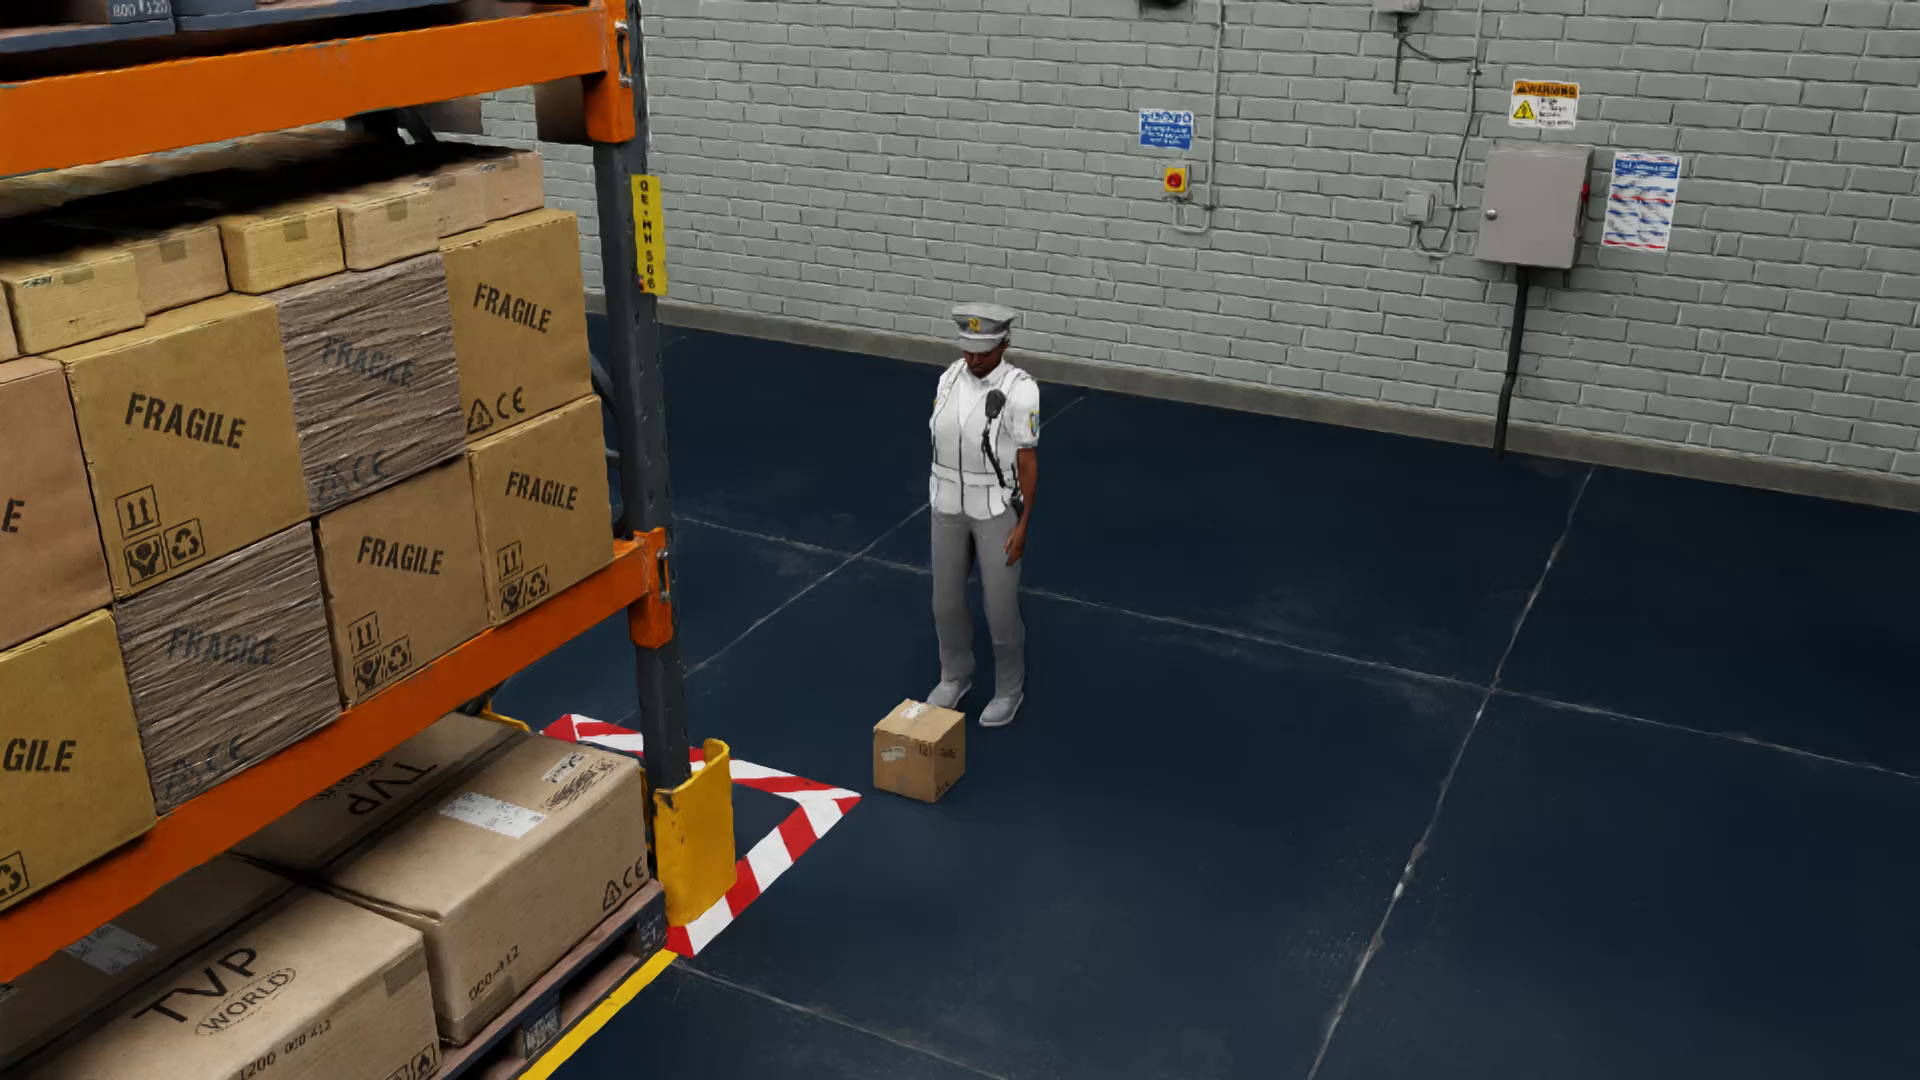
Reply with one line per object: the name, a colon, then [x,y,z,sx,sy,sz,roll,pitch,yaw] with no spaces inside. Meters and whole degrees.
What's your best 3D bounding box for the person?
person: [0.085,-0.089,6.318,0.438,1.658,0.340,12,26,26]
